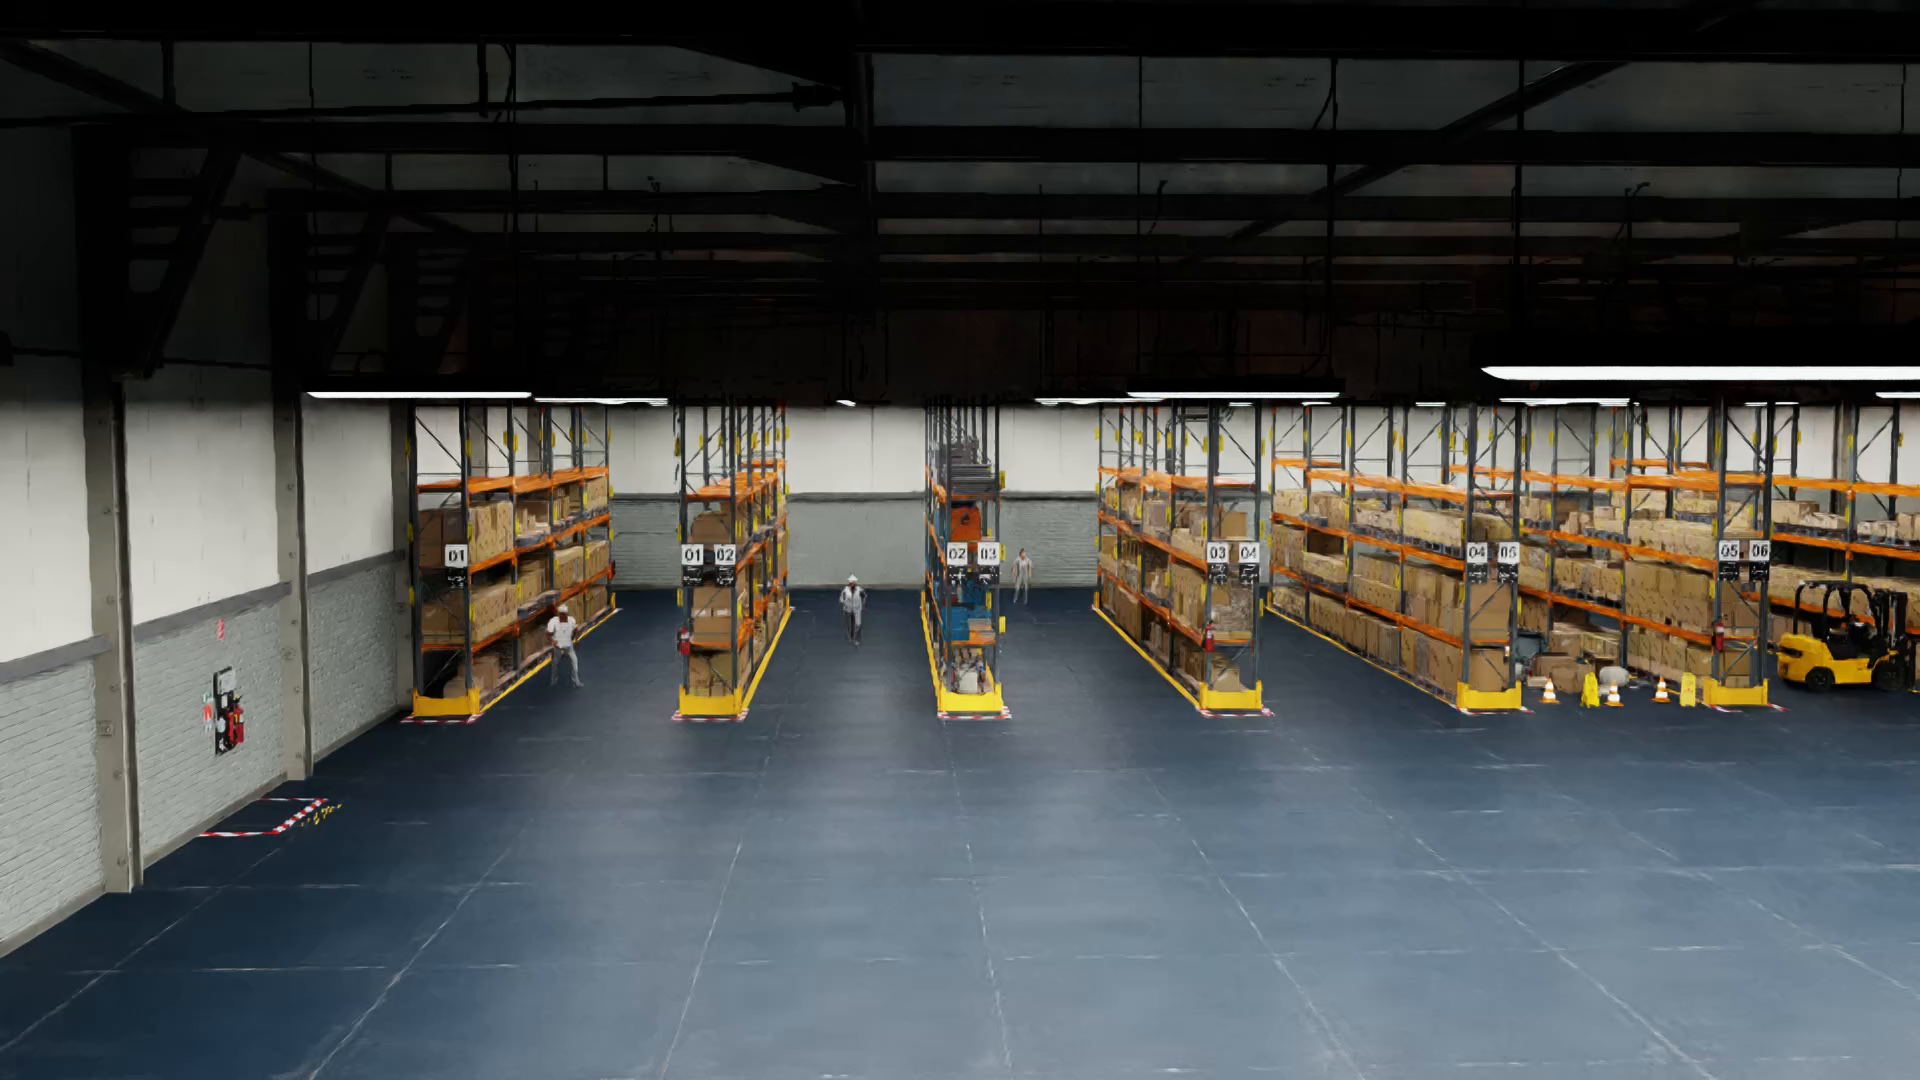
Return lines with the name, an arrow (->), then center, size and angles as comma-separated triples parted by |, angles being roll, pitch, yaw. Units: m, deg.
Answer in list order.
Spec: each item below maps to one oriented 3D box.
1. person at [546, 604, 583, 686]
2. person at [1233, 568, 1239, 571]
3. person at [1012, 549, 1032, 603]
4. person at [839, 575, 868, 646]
person -> -8.181, 2.158, 34.268 | 0.713, 1.698, 0.809 | -2, 5, -21
person -> 8.074, 1.043, 48.331 | 0.544, 1.731, 0.943 | 1, 5, 17
person -> 1.825, 1.054, 48.985 | 0.580, 1.618, 0.506 | 0, 5, -5
person -> -2.590, 1.654, 40.319 | 0.680, 1.650, 0.866 | 0, 5, 3
